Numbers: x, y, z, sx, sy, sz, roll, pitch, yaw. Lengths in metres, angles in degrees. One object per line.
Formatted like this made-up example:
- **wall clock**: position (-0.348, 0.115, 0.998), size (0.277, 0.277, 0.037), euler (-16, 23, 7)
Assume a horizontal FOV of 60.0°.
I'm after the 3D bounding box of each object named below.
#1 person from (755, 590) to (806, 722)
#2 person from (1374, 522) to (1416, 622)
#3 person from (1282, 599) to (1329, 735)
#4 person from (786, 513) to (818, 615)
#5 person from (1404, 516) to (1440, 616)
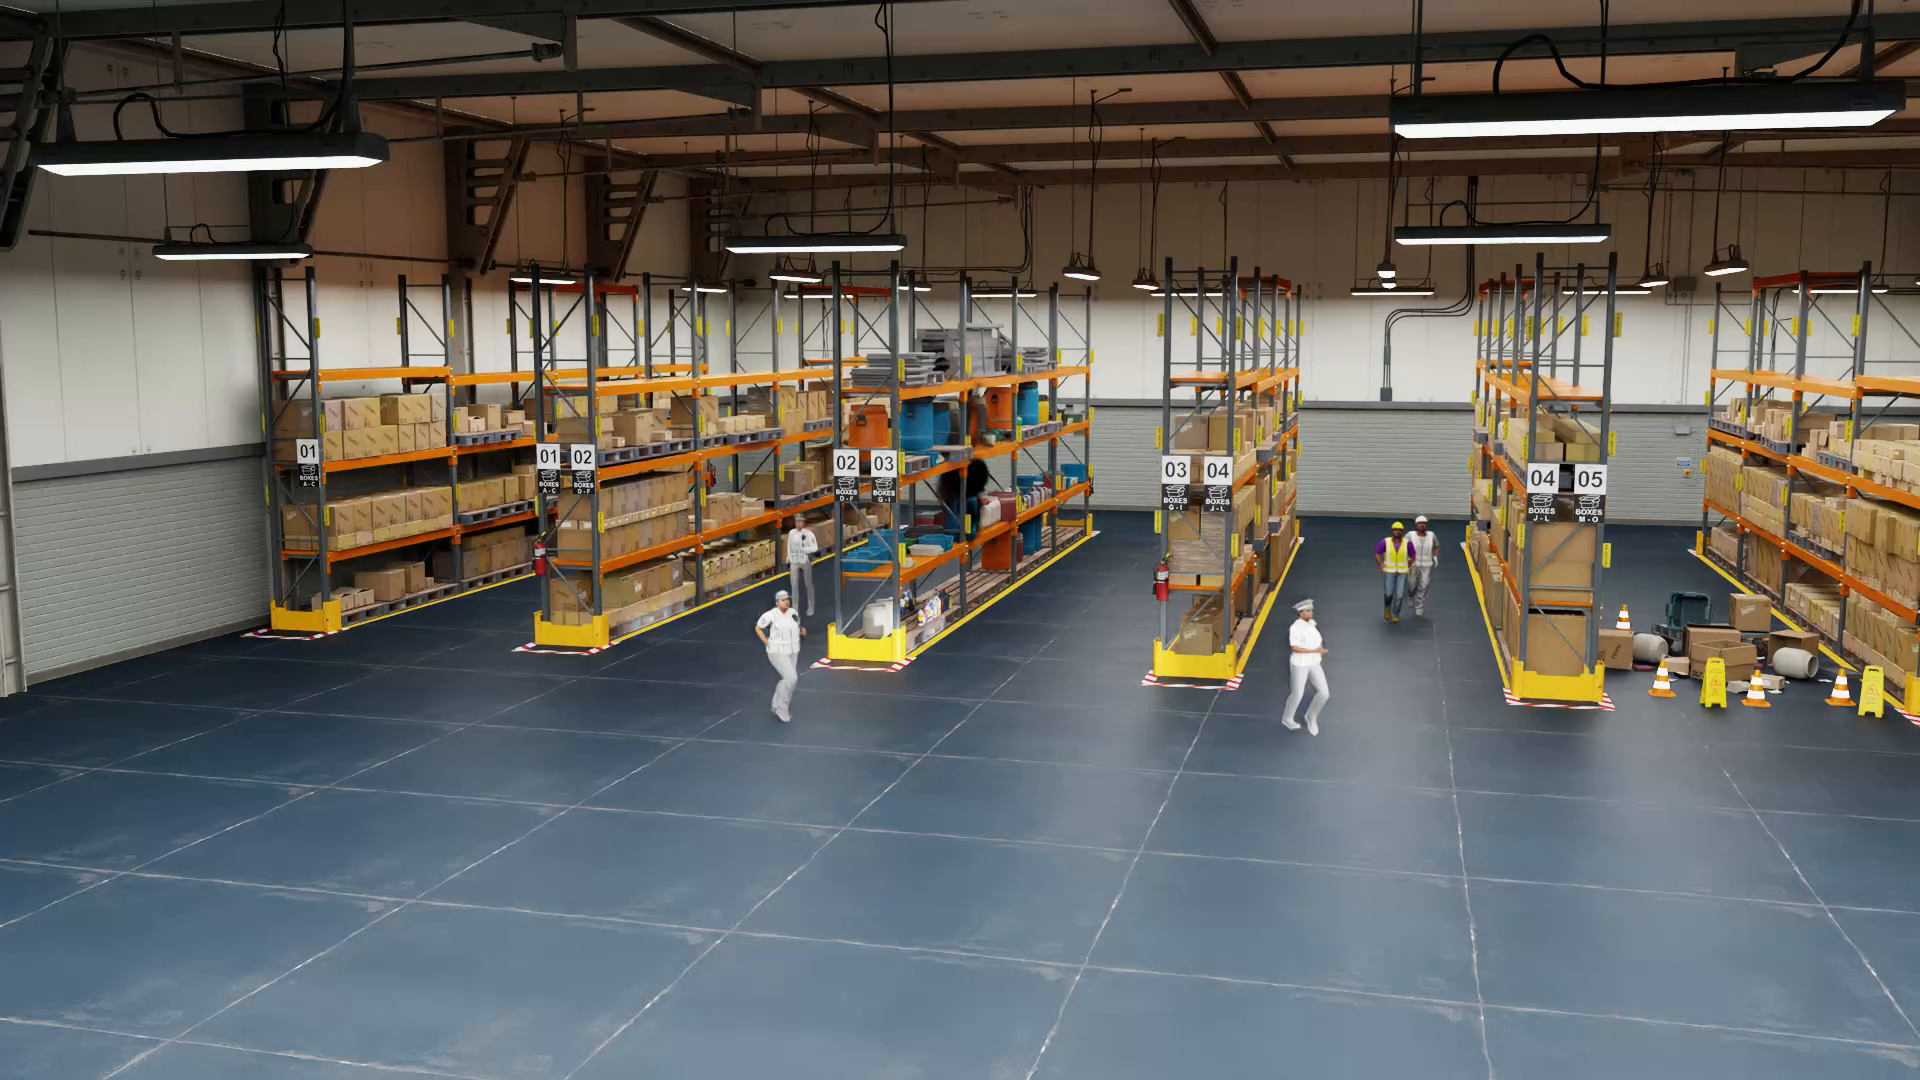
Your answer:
- **person**: position (-2.240, 1.483, 21.445), size (0.601, 1.686, 0.586), euler (7, 10, 43)
- **person**: position (7.409, 0.557, 28.281), size (0.690, 1.721, 0.578), euler (1, 7, 9)
- **person**: position (4.299, 1.568, 20.564), size (0.543, 1.715, 0.682), euler (-4, 8, -30)
- **person**: position (-2.596, 0.415, 27.192), size (0.615, 1.737, 0.878), euler (2, 7, 13)
- **person**: position (8.052, 0.448, 29.117), size (0.680, 1.752, 0.722), euler (1, 7, 7)
